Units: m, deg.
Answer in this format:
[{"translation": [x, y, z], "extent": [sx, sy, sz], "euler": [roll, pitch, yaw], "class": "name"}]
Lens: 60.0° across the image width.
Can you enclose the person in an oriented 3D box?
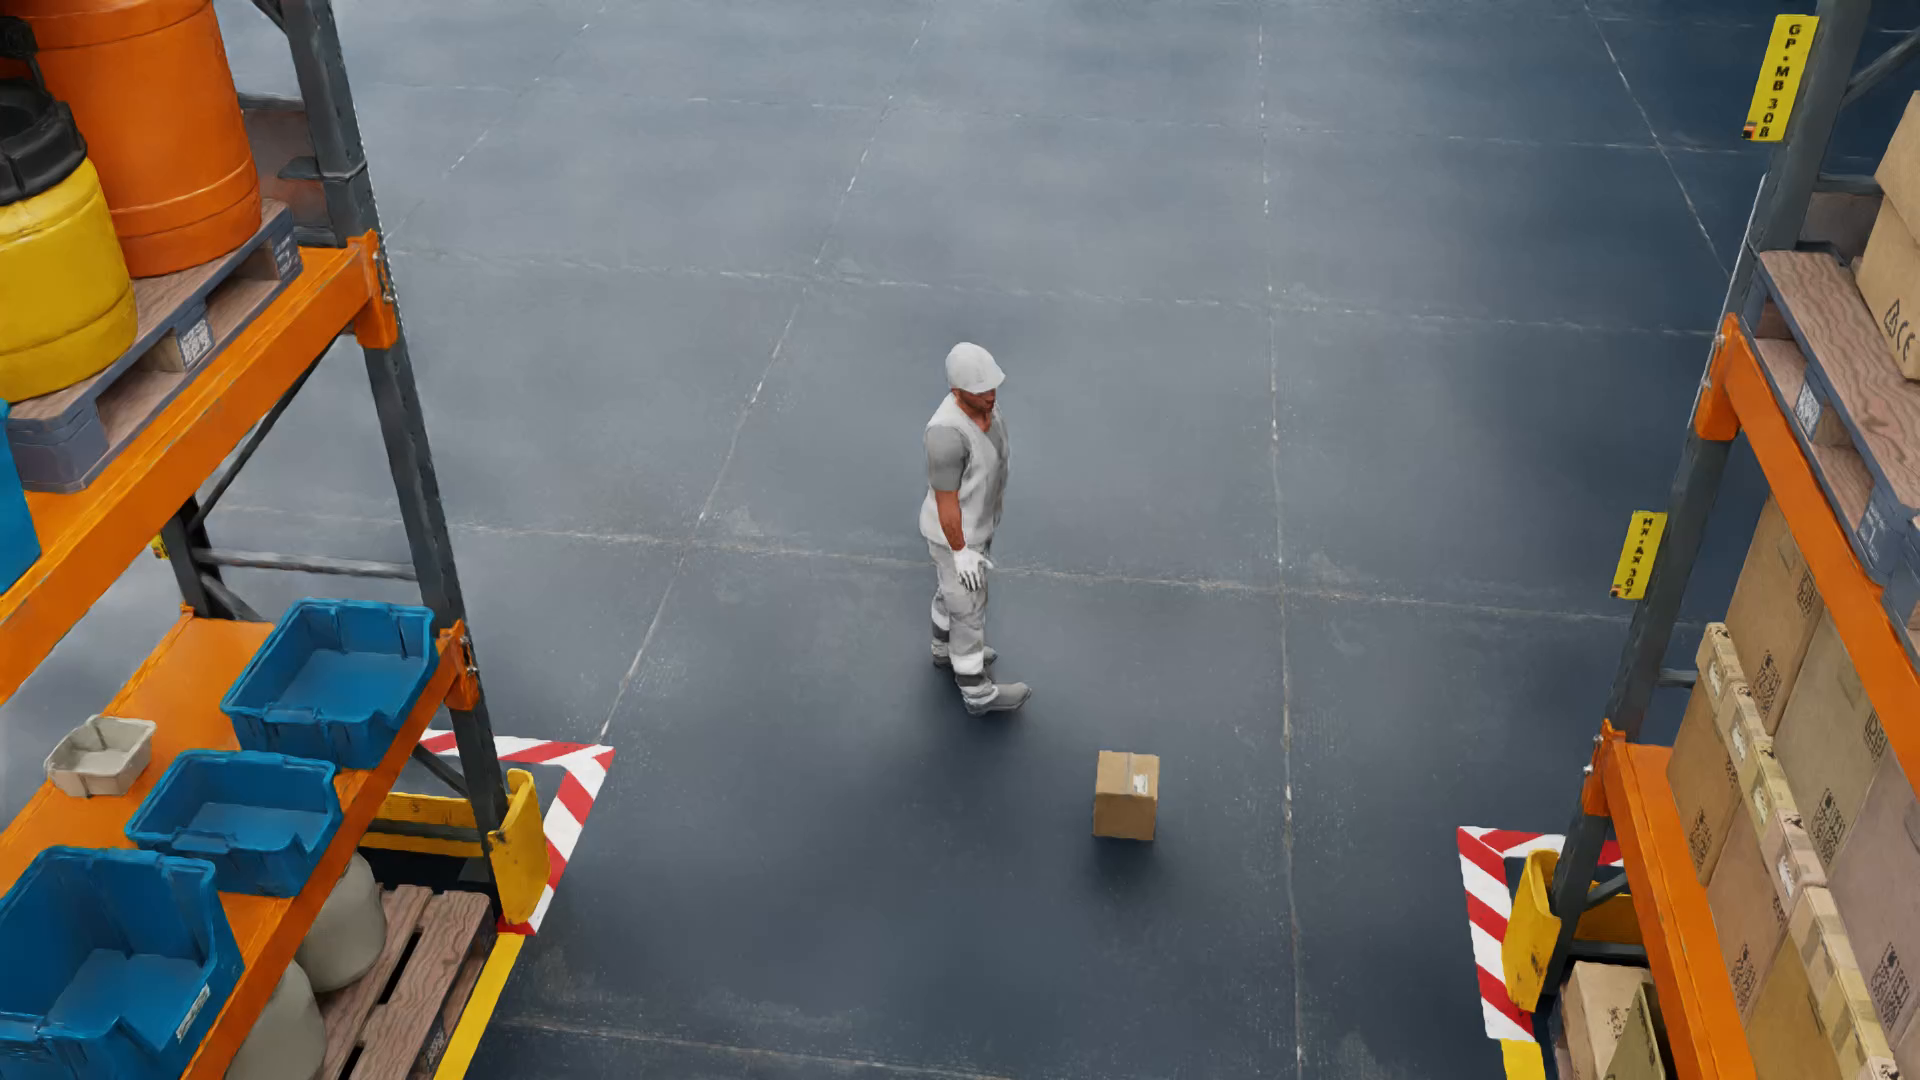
[{"translation": [0.077, -0.050, 7.056], "extent": [0.526, 1.794, 0.578], "euler": [12, 38, 16], "class": "person"}]
